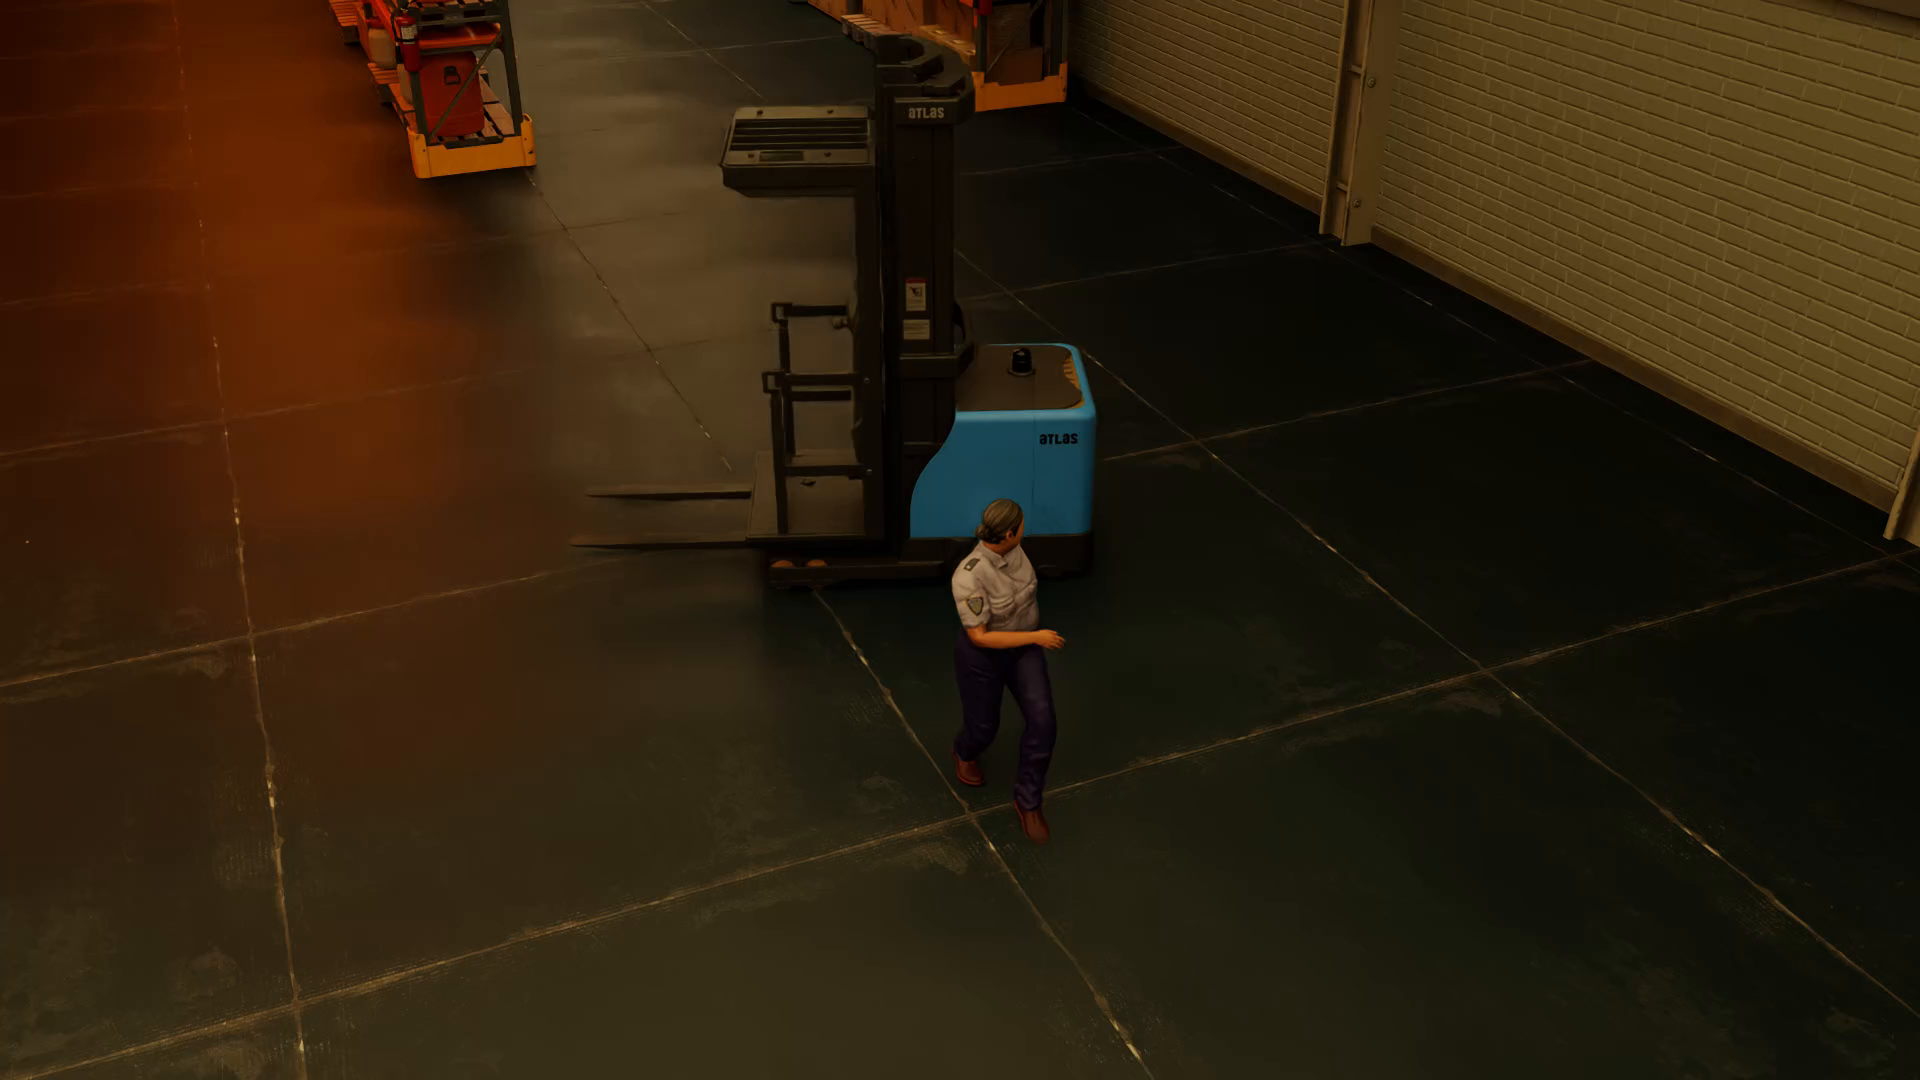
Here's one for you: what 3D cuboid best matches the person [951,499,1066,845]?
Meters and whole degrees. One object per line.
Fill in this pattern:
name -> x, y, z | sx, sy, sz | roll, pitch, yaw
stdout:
person -> 0.178, 0.534, 7.587 | 0.505, 1.603, 0.890 | -17, 34, -27

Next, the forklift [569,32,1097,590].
forklift -> -0.759, -1.256, 9.316 | 3.031, 2.935, 1.130 | -1, 30, -2
